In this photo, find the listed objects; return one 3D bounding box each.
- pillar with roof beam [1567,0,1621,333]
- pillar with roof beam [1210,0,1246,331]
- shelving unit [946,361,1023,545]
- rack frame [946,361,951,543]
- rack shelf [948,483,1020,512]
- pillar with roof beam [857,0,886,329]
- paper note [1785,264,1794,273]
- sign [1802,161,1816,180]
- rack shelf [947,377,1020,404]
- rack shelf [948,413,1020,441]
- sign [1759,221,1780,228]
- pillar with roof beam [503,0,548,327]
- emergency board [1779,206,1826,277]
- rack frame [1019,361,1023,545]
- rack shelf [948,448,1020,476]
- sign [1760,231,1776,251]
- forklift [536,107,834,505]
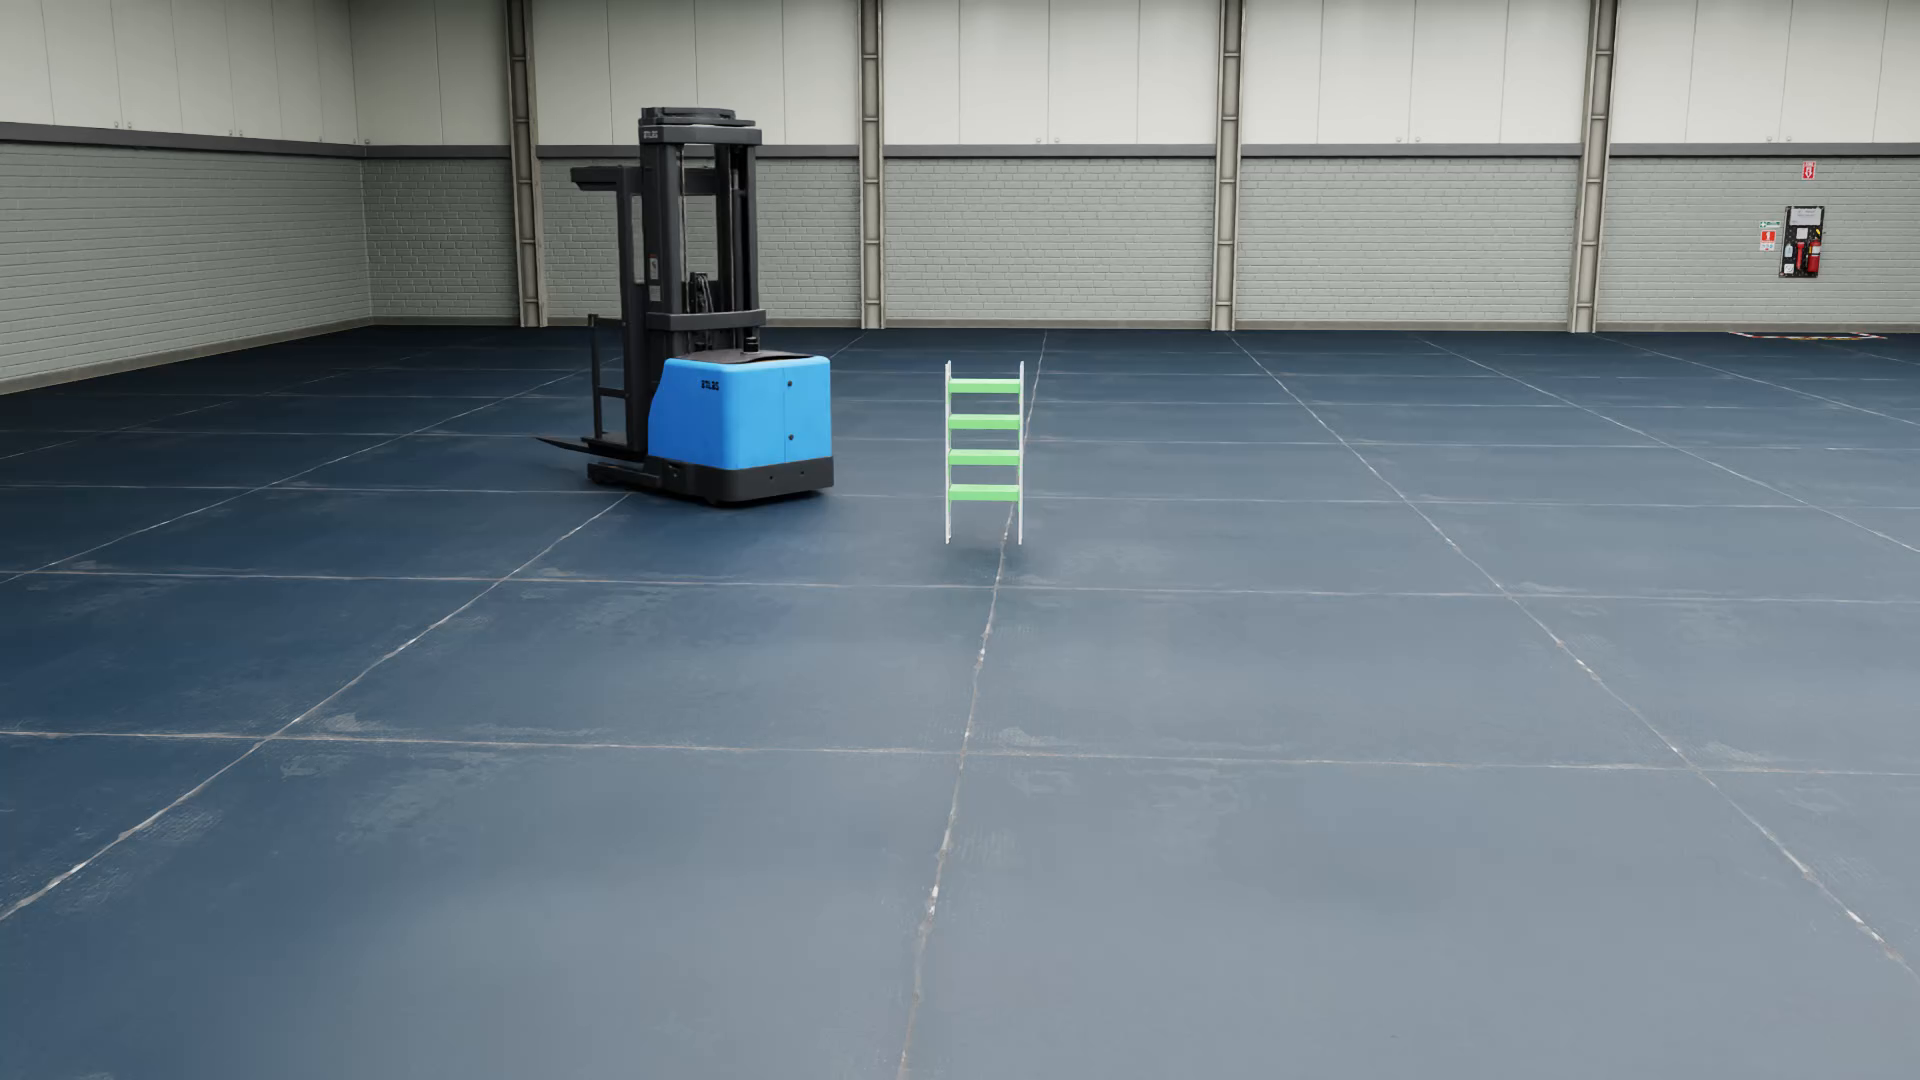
[{"bbox_3d":[10.188,-7.038,22.935,0.400,9.000,9.100,1,12,4],"label":"pillar with roof beam"},{"bbox_3d":[4.201,-7.120,23.327,0.400,9.000,9.100,1,12,4],"label":"pillar with roof beam"},{"bbox_3d":[0.165,-0.585,11.134,0.503,1.200,0.258,1,12,4],"label":"shelving unit"},{"bbox_3d":[-0.078,-0.588,11.150,0.015,1.200,0.240,1,12,4],"label":"rack frame"},{"bbox_3d":[0.165,-0.288,11.197,0.480,0.148,0.258,1,12,4],"label":"rack shelf"},{"bbox_3d":[-1.785,-7.202,23.720,0.400,9.000,9.100,1,12,4],"label":"pillar with roof beam"},{"bbox_3d":[13.827,-4.526,27.729,0.142,0.148,0.016,1,12,4],"label":"paper note"},{"bbox_3d":[13.998,-6.095,27.420,0.199,0.298,0.001,1,12,4],"label":"sign"},{"bbox_3d":[0.165,-0.992,11.049,0.480,0.148,0.258,1,12,4],"label":"rack shelf"},{"bbox_3d":[0.165,-0.757,11.098,0.480,0.148,0.258,1,12,4],"label":"rack shelf"},{"bbox_3d":[13.458,-5.244,27.630,0.331,0.109,0.001,1,12,4],"label":"sign"},{"bbox_3d":[-7.772,-7.284,24.112,0.400,9.000,9.100,1,12,4],"label":"pillar with roof beam"},{"bbox_3d":[13.999,-4.940,27.560,0.643,1.169,0.194,1,12,4],"label":"emergency board"},{"bbox_3d":[0.409,-0.582,11.118,0.015,1.200,0.240,1,12,4],"label":"rack frame"},{"bbox_3d":[0.165,-0.522,11.147,0.480,0.148,0.258,1,12,4],"label":"rack shelf"},{"bbox_3d":[13.454,-4.986,27.693,0.234,0.329,0.001,1,12,4],"label":"sign"},{"bbox_3d":[-2.376,-1.932,13.345,1.130,2.935,3.031,-11,16,-44],"label":"forklift"}]
